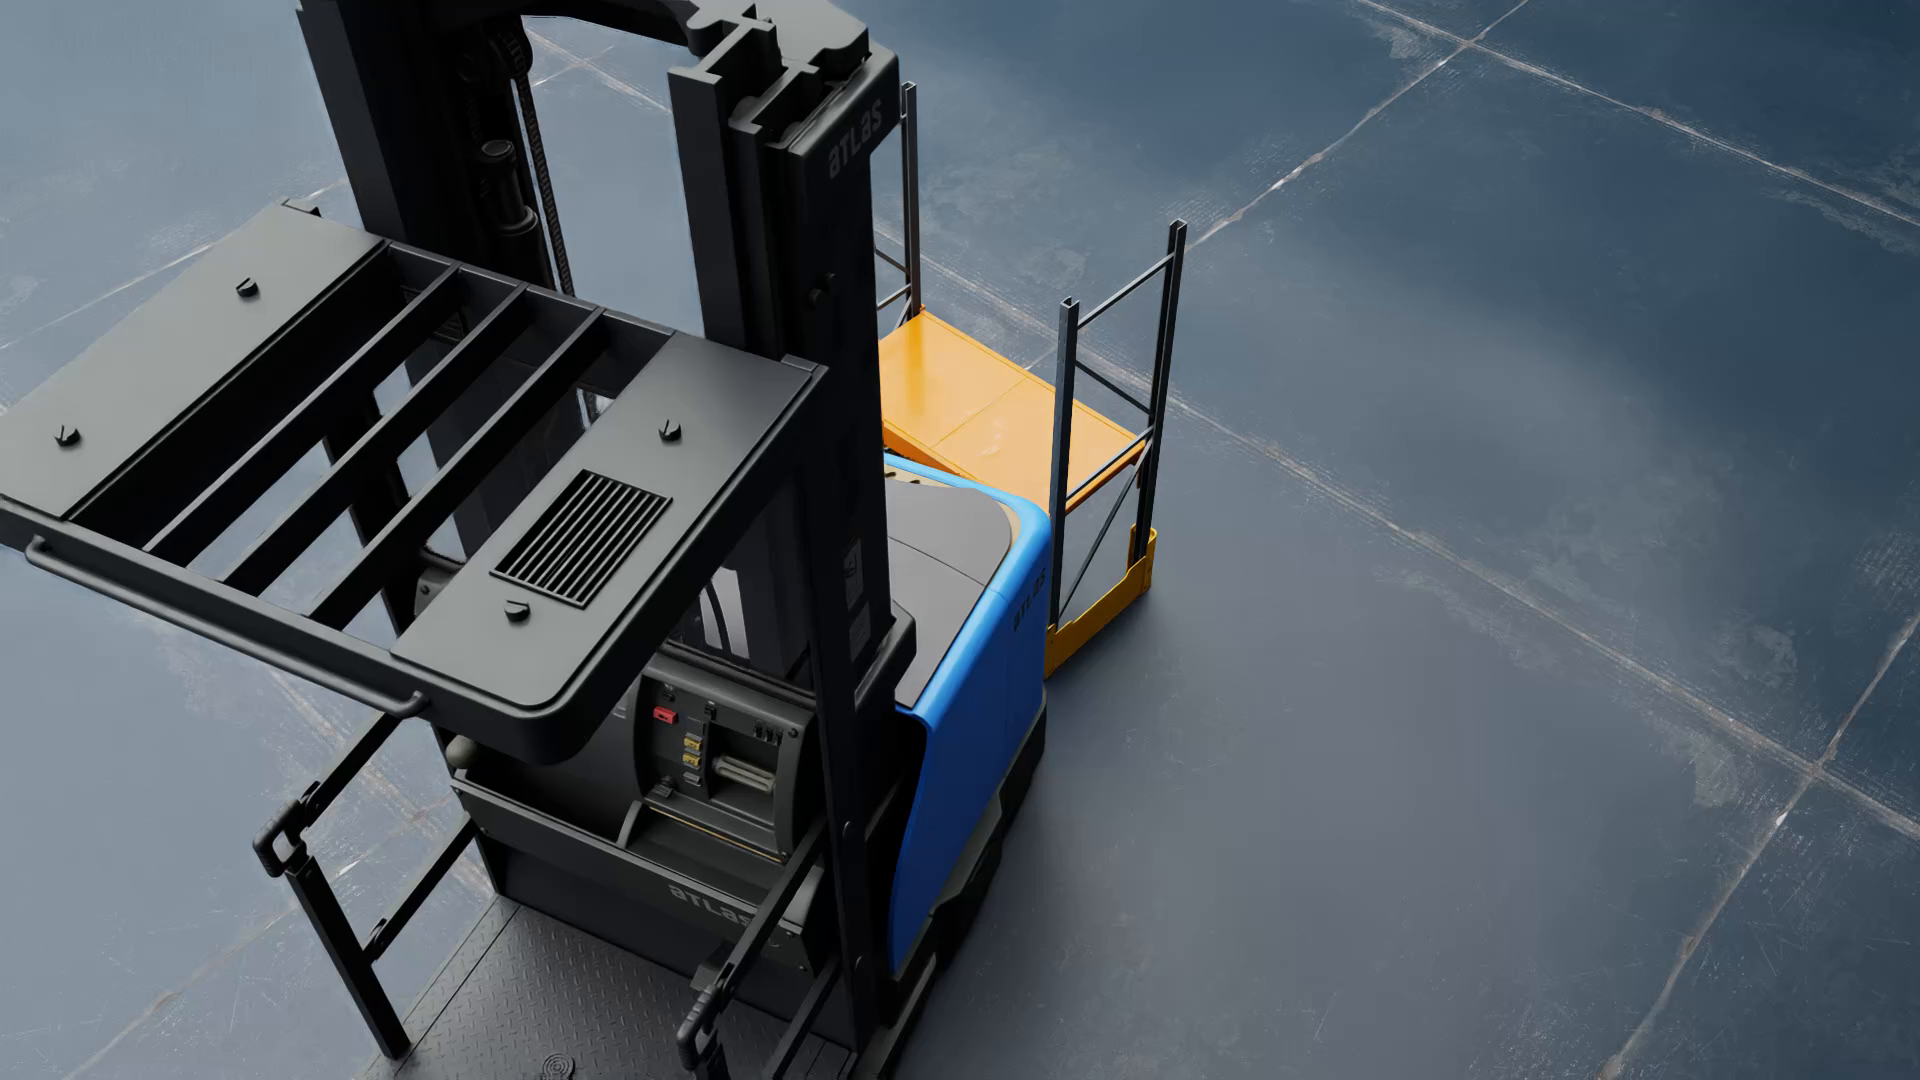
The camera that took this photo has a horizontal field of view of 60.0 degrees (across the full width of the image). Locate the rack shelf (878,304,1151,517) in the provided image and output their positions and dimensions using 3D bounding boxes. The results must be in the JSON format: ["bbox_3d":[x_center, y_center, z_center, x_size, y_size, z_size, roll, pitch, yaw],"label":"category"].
[{"bbox_3d":[0.063,-0.348,5.295,1.000,0.185,0.538,34,55,28],"label":"rack shelf"}]

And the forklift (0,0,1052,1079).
[{"bbox_3d":[-0.823,0.469,3.299,1.130,2.935,3.031,19,50,17],"label":"forklift"}]

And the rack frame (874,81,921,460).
[{"bbox_3d":[-0.311,-0.723,5.400,0.032,1.500,0.500,34,55,28],"label":"rack frame"}]

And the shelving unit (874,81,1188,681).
[{"bbox_3d":[0.056,-0.476,5.168,1.083,1.500,0.587,34,55,28],"label":"shelving unit"}]

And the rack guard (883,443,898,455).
[{"bbox_3d":[-0.310,-0.294,5.855,0.087,0.250,0.587,34,55,28],"label":"rack guard"}]

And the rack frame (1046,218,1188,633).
[{"bbox_3d":[0.436,-0.220,4.928,0.032,1.500,0.500,34,55,28],"label":"rack frame"}]

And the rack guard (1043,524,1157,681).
[{"bbox_3d":[0.422,0.198,5.392,0.087,0.250,0.587,34,55,28],"label":"rack guard"}]
